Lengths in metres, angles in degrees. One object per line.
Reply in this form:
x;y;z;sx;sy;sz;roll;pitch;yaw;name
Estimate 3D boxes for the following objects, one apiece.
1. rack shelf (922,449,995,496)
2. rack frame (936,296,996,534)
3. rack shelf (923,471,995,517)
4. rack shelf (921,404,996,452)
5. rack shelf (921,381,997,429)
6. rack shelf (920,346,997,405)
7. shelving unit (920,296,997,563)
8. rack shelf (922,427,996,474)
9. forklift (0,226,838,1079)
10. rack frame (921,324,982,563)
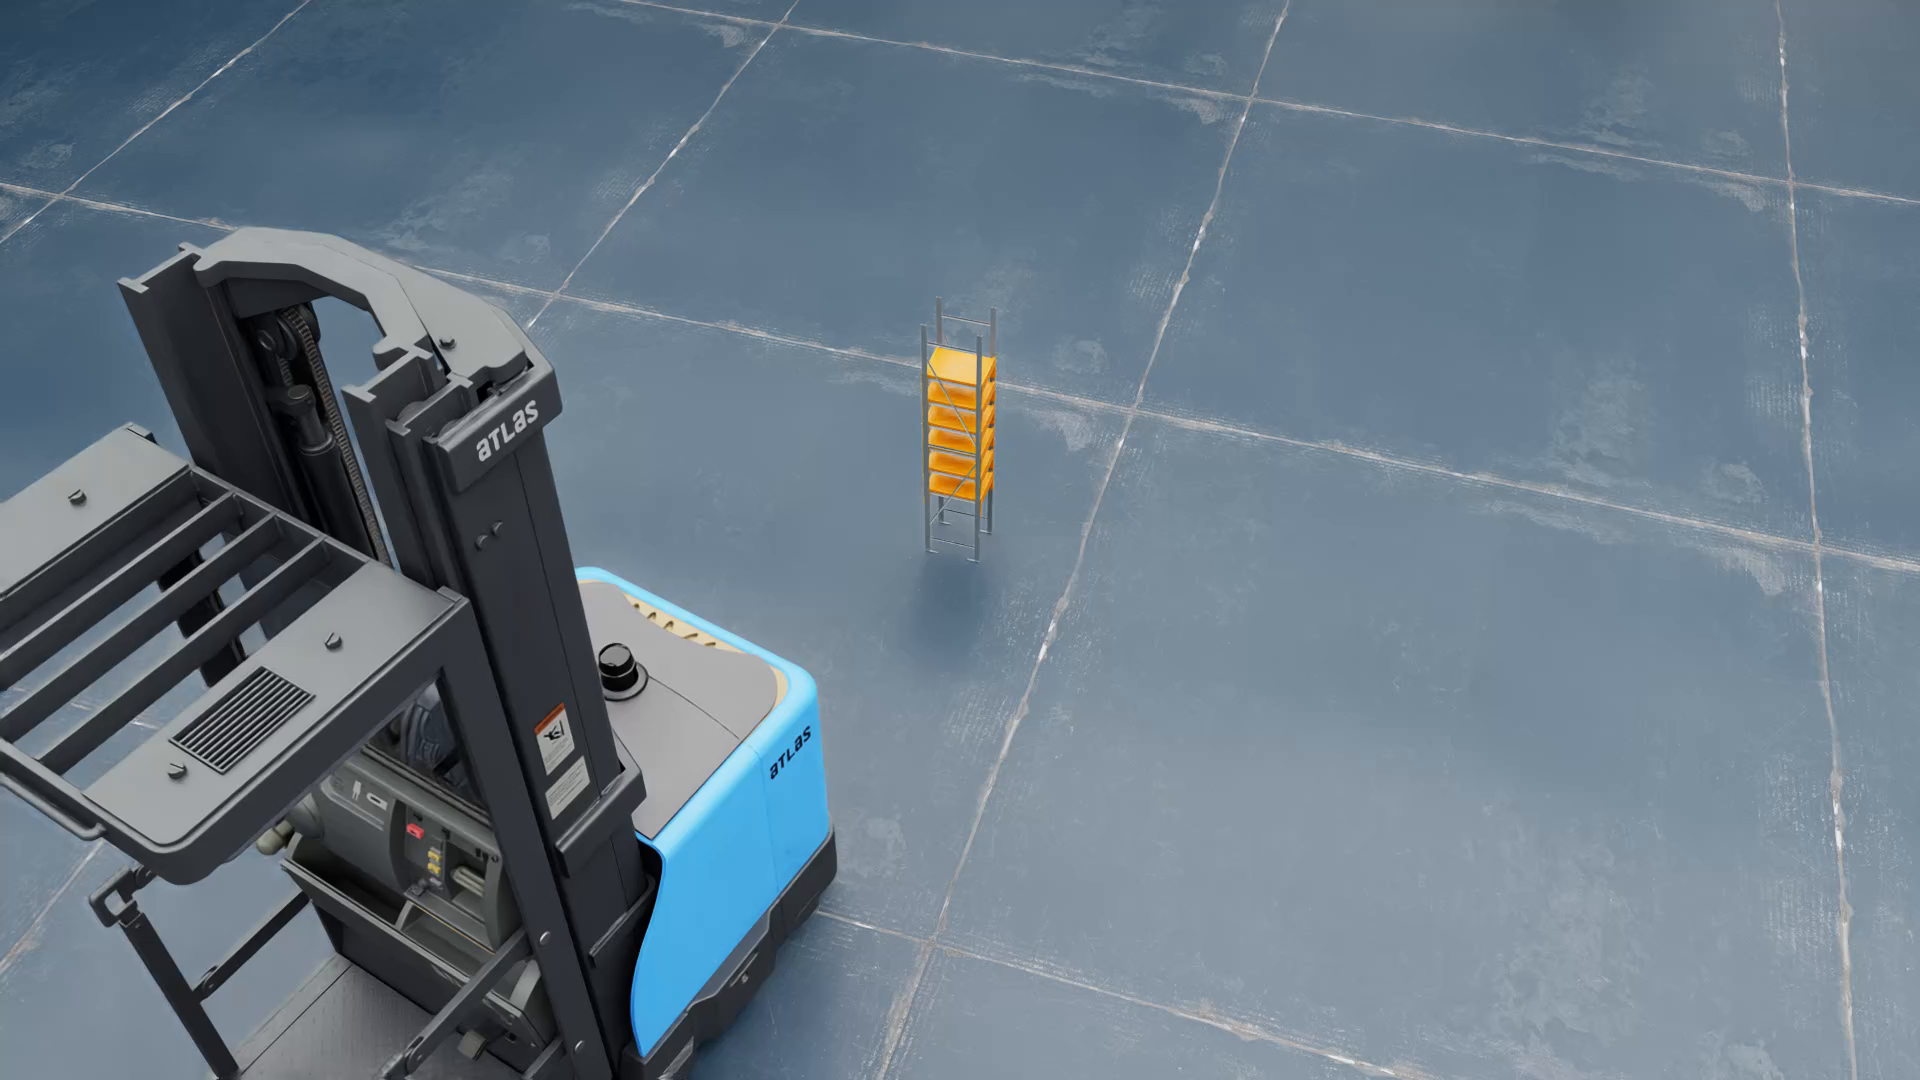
-0.004;-0.302;6.834;0.258;0.103;0.180;13;46;12;rack shelf
0.023;-0.480;6.782;0.240;1.200;0.006;13;46;12;rack frame
-0.004;-0.216;6.918;0.258;0.103;0.180;13;46;12;rack shelf
-0.004;-0.473;6.667;0.258;0.103;0.180;13;46;12;rack shelf
-0.004;-0.559;6.583;0.258;0.103;0.180;13;46;12;rack shelf
-0.004;-0.645;6.499;0.258;0.103;0.180;13;46;12;rack shelf
-0.004;-0.419;6.719;0.258;1.200;0.189;13;46;12;shelving unit
-0.004;-0.387;6.751;0.258;0.103;0.180;13;46;12;rack shelf
-1.642;0.837;4.198;1.130;2.935;3.031;24;49;22;forklift
-0.032;-0.358;6.657;0.240;1.200;0.006;13;46;12;rack frame
